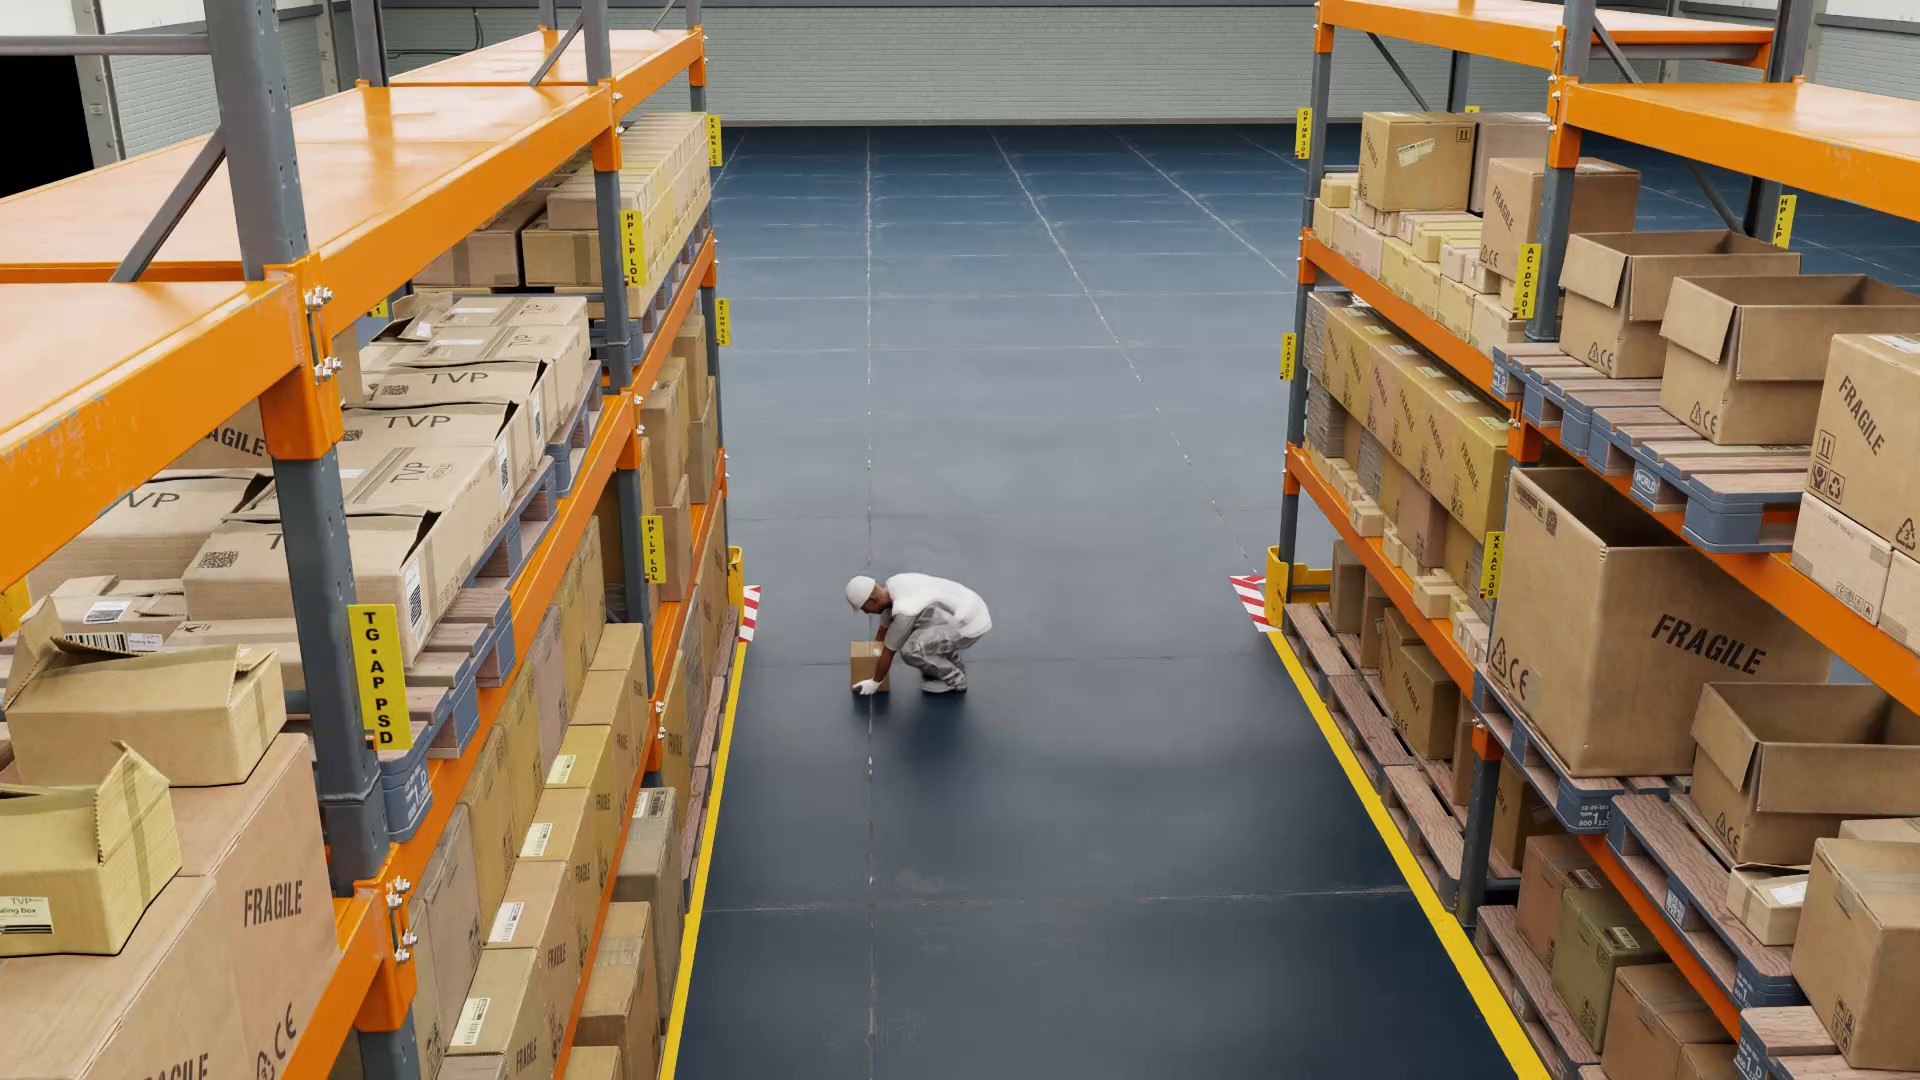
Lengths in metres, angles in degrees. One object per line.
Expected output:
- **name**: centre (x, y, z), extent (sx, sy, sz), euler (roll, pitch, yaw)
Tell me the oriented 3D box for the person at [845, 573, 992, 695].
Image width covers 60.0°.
- **person**: centre (-0.270, 0.627, 10.914), extent (0.949, 0.873, 0.568), euler (-1, 20, -4)
